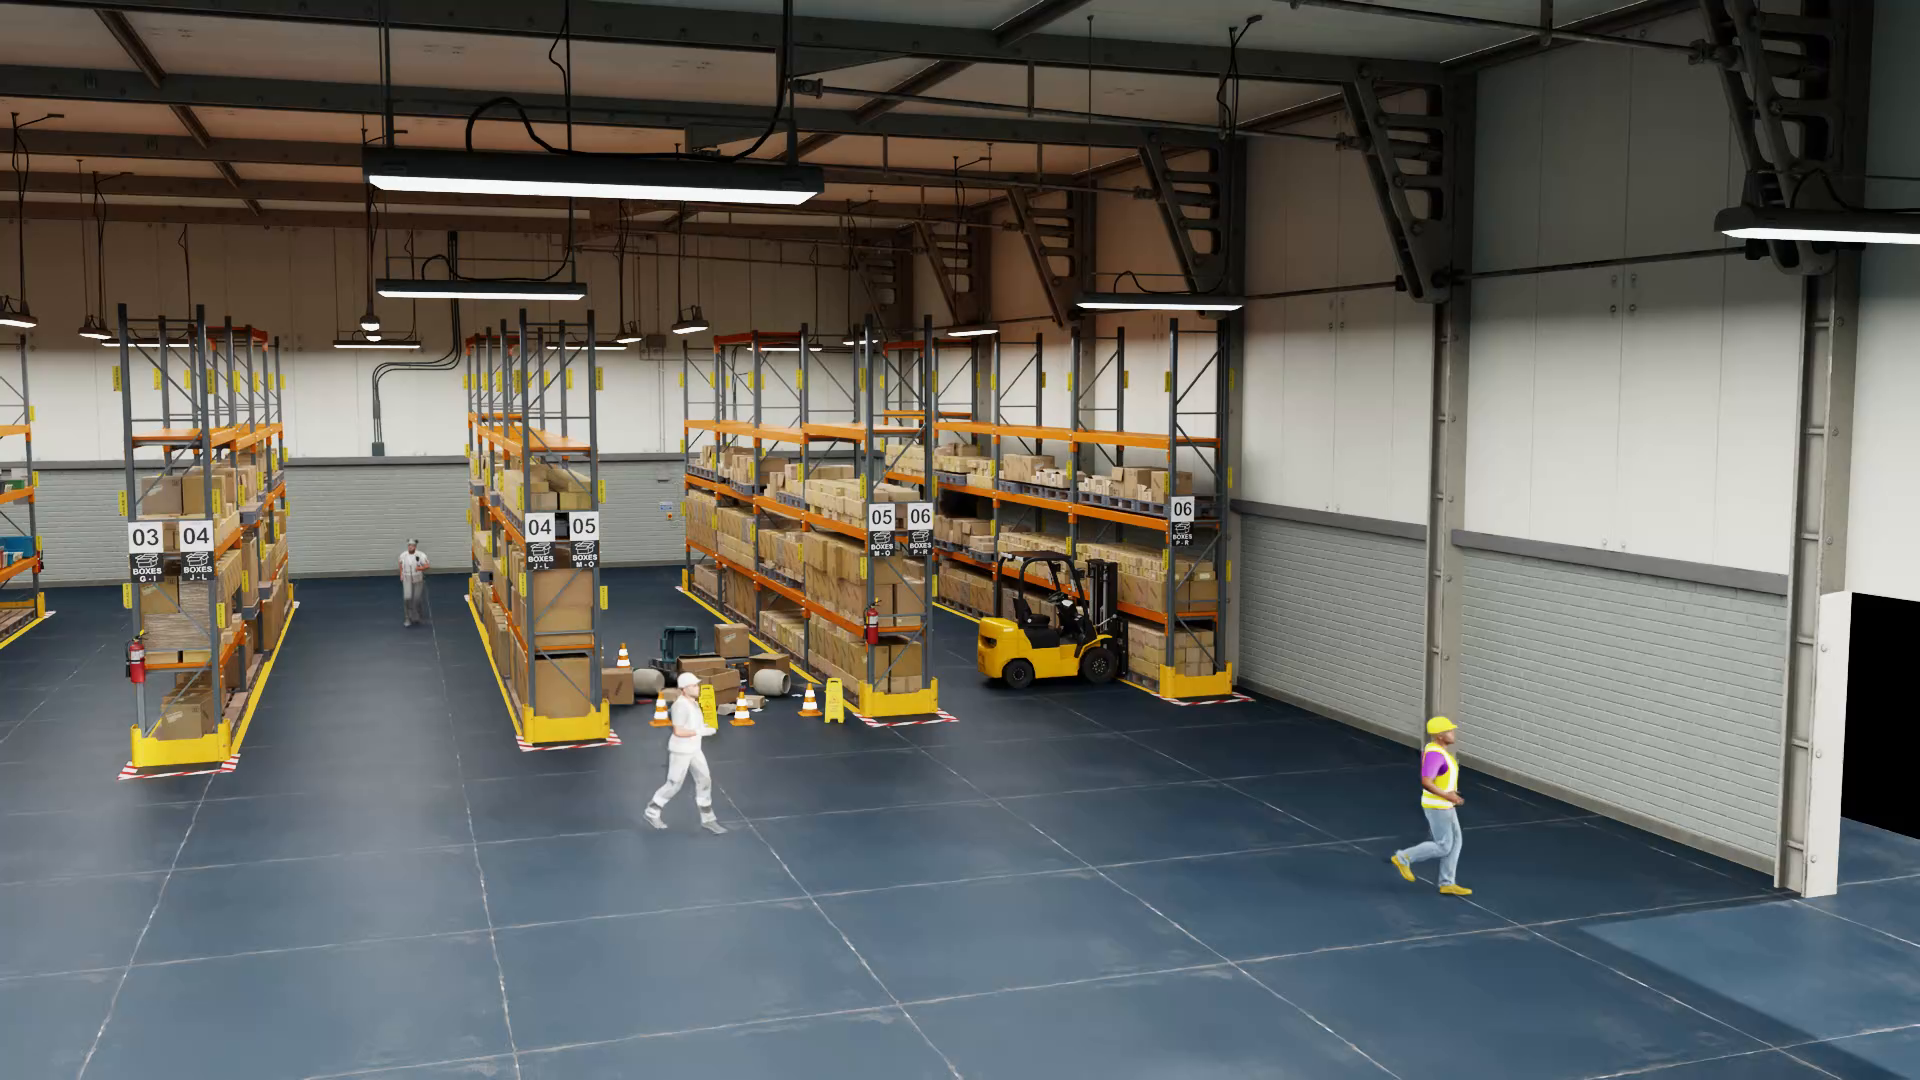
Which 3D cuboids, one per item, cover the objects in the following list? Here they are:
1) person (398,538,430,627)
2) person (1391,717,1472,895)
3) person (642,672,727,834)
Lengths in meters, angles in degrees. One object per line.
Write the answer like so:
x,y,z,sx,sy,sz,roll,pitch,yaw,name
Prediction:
-11.281,0.871,34.363,0.642,1.843,0.778,-1,6,-14,person
4.645,2.591,16.295,0.768,1.743,0.697,2,6,20,person
-3.058,2.356,18.370,0.935,1.806,0.607,1,6,14,person
